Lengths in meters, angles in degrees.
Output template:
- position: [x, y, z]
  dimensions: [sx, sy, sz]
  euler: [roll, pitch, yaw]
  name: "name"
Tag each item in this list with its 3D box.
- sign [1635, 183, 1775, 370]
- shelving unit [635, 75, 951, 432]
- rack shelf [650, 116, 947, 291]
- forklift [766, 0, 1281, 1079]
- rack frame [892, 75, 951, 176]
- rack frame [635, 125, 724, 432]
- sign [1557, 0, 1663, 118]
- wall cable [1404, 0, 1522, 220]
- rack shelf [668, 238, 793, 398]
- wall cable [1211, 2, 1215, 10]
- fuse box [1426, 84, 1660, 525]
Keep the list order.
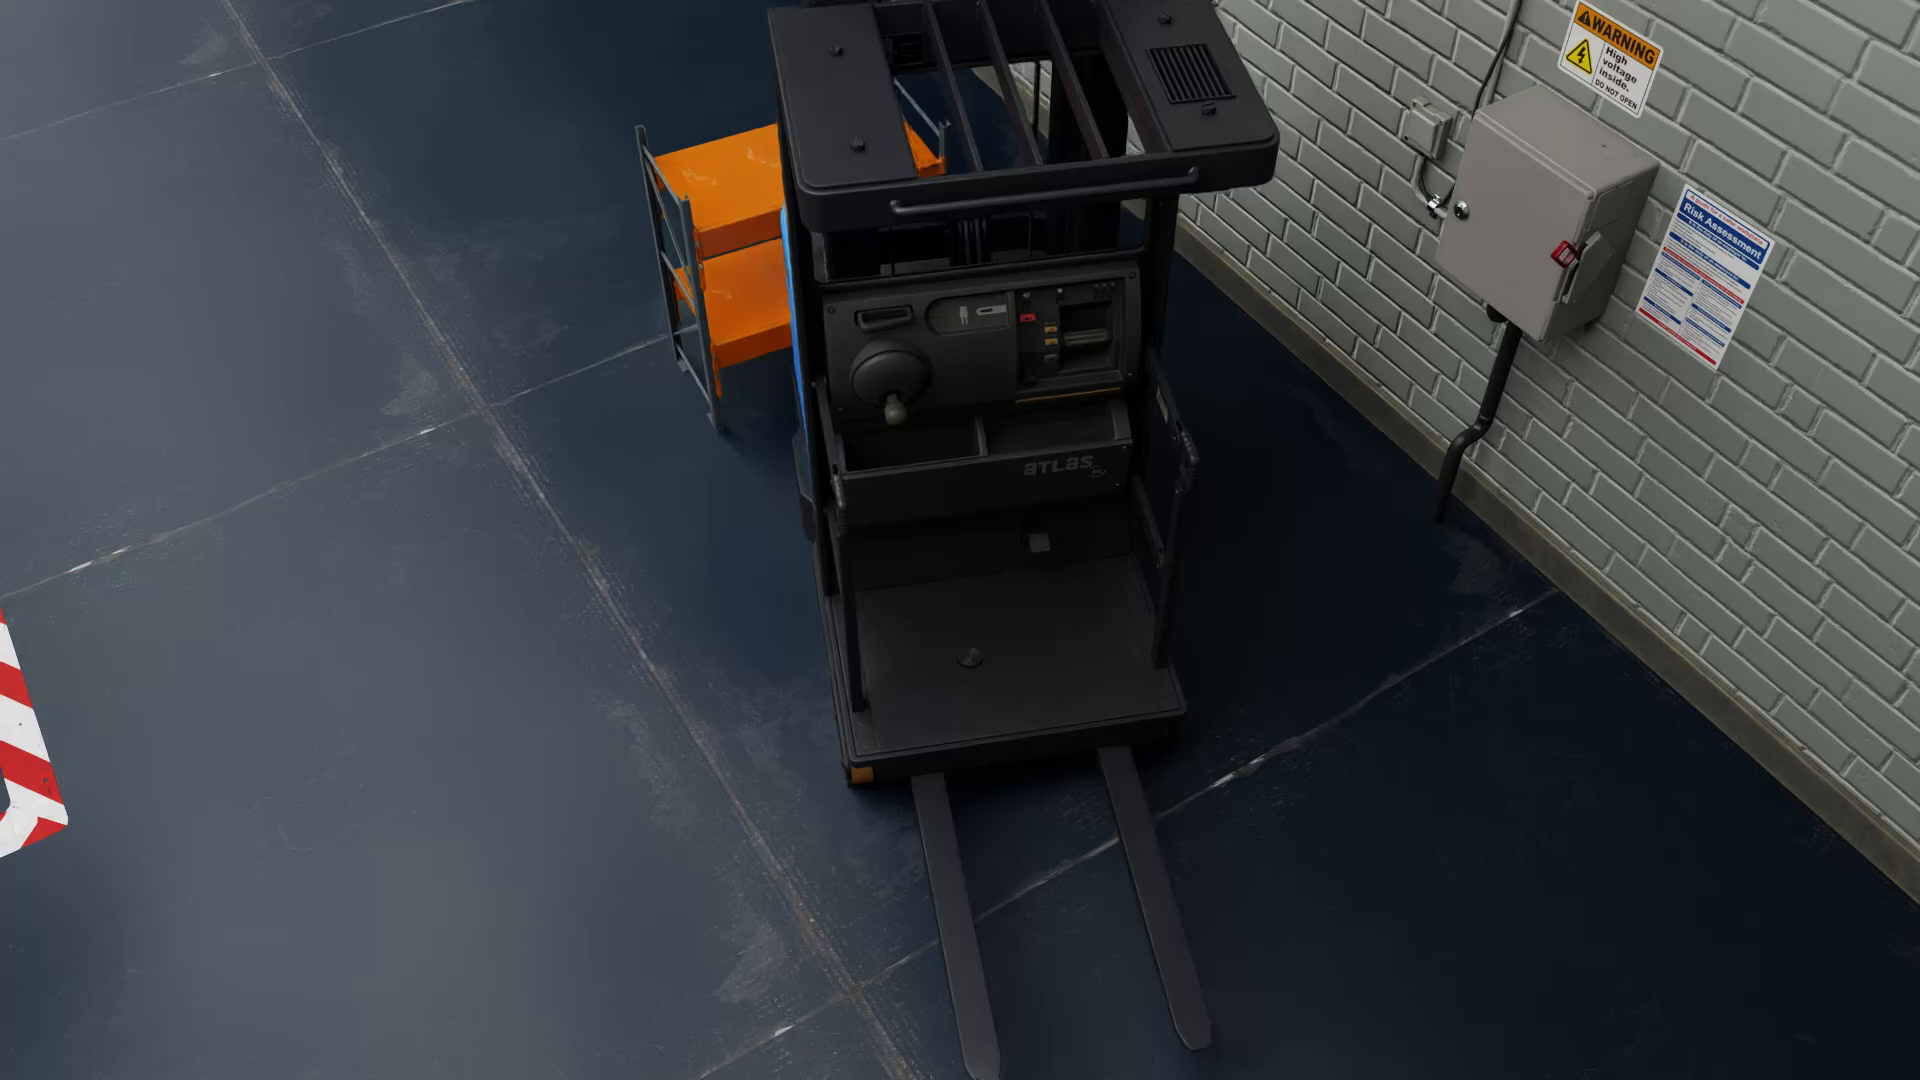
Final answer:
- position: [2.232, -0.788, 5.007]
  dimensions: [0.001, 0.494, 0.329]
  euler: [-25, 53, -21]
  name: "sign"
- position: [-0.613, -1.146, 6.517]
  dimensions: [1.048, 1.125, 0.538]
  euler: [-20, 51, -17]
  name: "shelving unit"
- position: [-0.613, -1.341, 6.299]
  dimensions: [1.000, 0.278, 0.538]
  euler: [-20, 51, -17]
  name: "rack shelf"
- position: [0.111, -0.467, 4.703]
  dimensions: [1.130, 2.935, 3.031]
  euler: [-8, 49, -7]
  name: "forklift"
- position: [-0.157, -1.315, 6.668]
  dimensions: [0.032, 1.125, 0.500]
  euler: [-20, 51, -17]
  name: "rack frame"
- position: [-1.068, -0.977, 6.367]
  dimensions: [0.032, 1.125, 0.500]
  euler: [-20, 51, -17]
  name: "rack frame"
- position: [1.939, -1.441, 4.972]
  dimensions: [0.001, 0.242, 0.339]
  euler: [-25, 53, -21]
  name: "sign"
- position: [1.562, -1.881, 5.236]
  dimensions: [0.122, 1.984, 0.588]
  euler: [-25, 53, -21]
  name: "wall cable"
- position: [-0.613, -0.983, 6.700]
  dimensions: [1.000, 0.278, 0.538]
  euler: [-20, 51, -17]
  name: "rack shelf"
- position: [0.796, -2.782, 6.018]
  dimensions: [0.123, 1.953, 0.585]
  euler: [-25, 53, -21]
  name: "wall cable"
- position: [1.793, -0.620, 5.657]
  dimensions: [0.414, 1.711, 0.539]
  euler: [-25, 53, -21]
  name: "fuse box"
